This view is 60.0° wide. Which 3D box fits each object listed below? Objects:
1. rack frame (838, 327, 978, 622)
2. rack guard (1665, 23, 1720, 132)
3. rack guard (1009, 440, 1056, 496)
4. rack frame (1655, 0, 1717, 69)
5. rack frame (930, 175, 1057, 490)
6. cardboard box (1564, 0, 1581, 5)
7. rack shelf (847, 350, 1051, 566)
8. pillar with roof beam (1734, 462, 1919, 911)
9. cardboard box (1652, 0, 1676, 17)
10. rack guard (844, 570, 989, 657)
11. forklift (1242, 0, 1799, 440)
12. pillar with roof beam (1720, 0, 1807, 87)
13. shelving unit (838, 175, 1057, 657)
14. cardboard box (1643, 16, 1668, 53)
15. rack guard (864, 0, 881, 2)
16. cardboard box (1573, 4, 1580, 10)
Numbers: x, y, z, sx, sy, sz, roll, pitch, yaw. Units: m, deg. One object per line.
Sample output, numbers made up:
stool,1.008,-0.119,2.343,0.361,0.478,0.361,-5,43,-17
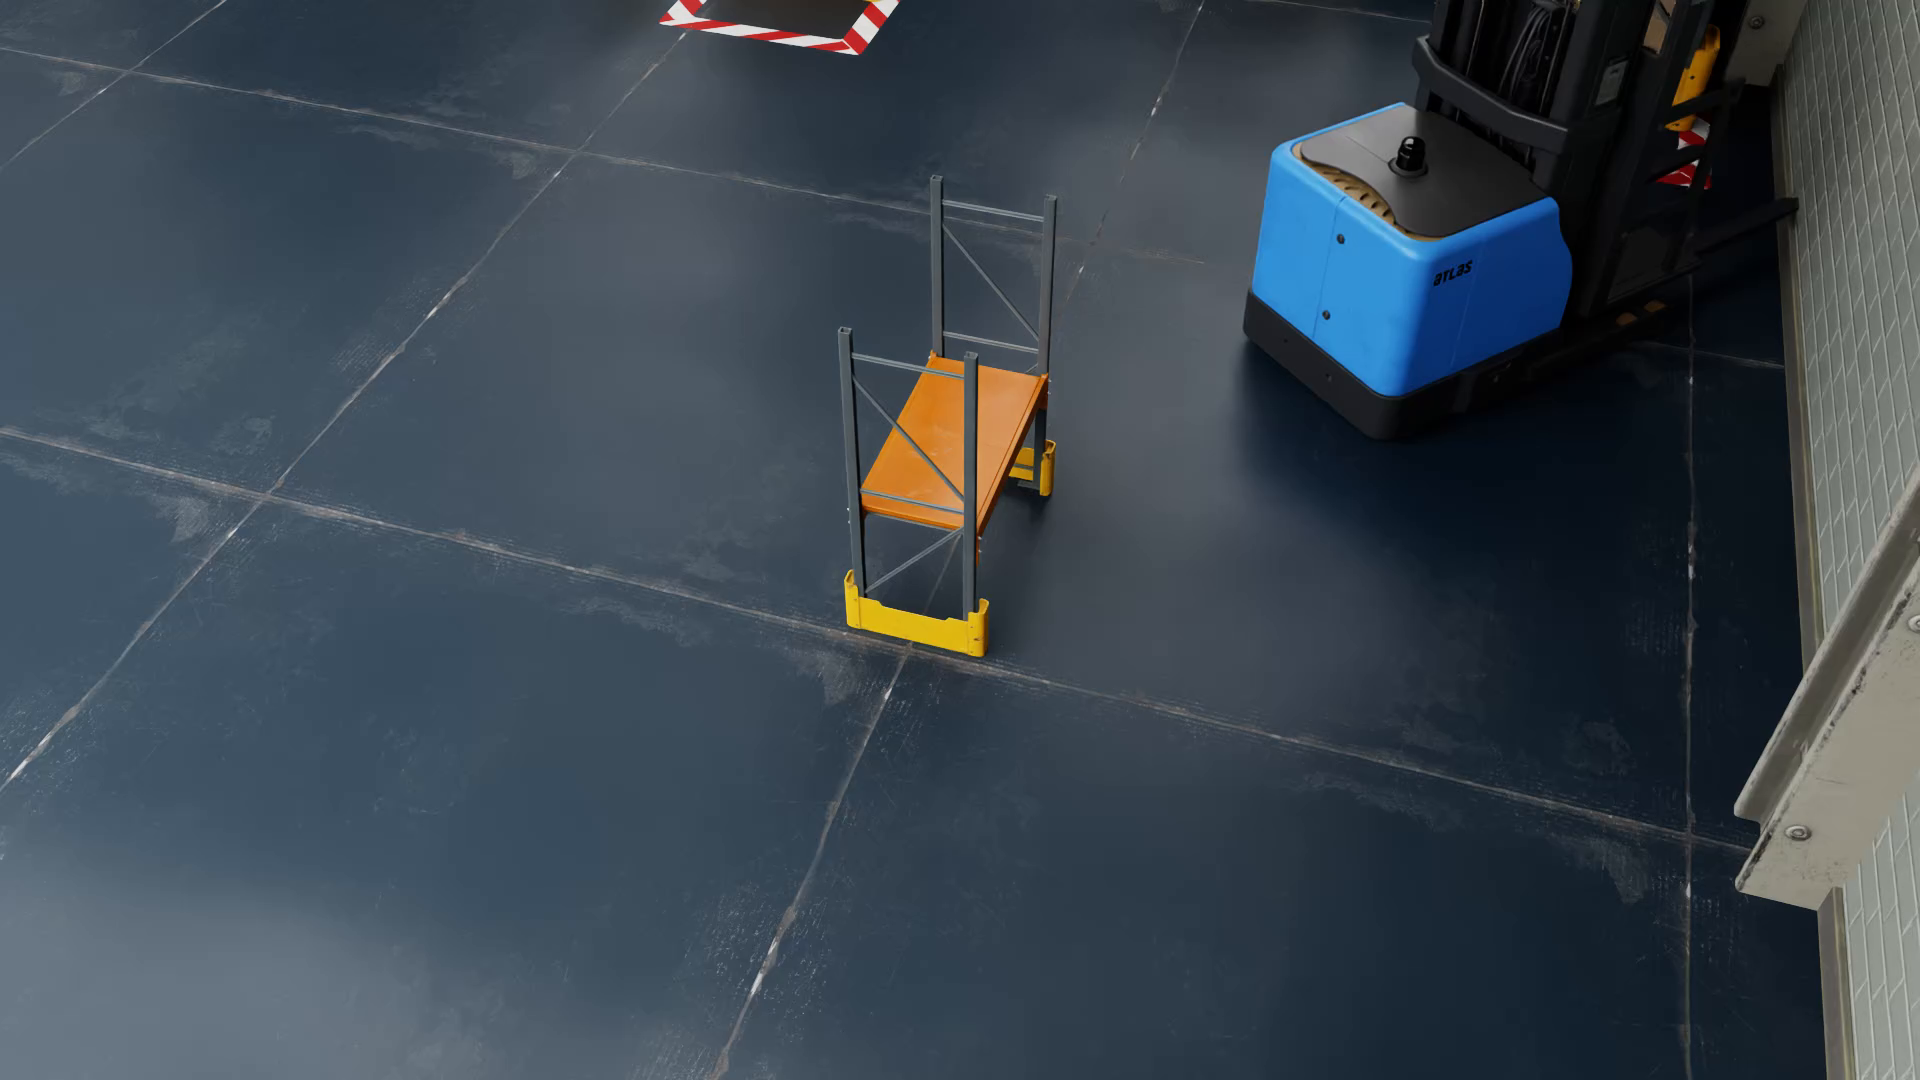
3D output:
rack frame,-0.180,-0.140,6.220,0.500,1.500,0.032,13,46,13
rack guard,3.691,-2.748,9.600,1.175,0.500,0.348,13,46,13
rack guard,0.128,-0.370,7.349,0.587,0.250,0.087,13,46,13
rack frame,3.698,-3.658,8.742,1.000,3.000,0.127,13,46,13
rack frame,0.128,-0.818,6.913,0.500,1.500,0.032,13,46,13
cardboard box,3.548,-3.394,9.781,0.500,0.250,0.500,12,46,12
rack shelf,-0.026,-0.351,6.692,0.538,0.185,1.000,13,46,13
pillar with roof beam,-1.152,-2.988,3.768,9.100,9.000,0.400,13,46,13
cardboard box,4.039,-3.273,9.658,0.500,0.250,0.500,13,46,13
rack guard,-0.174,0.293,6.670,0.587,0.250,0.087,13,46,13
forklift,2.902,-2.283,7.387,3.031,2.935,1.130,-23,49,-22
pillar with roof beam,0.665,-6.987,7.855,9.100,9.000,0.400,13,46,13
shelving unit,-0.023,-0.485,6.573,0.587,1.500,1.083,13,46,13
cardboard box,4.034,-3.111,9.849,0.500,0.250,0.500,13,46,13
rack guard,-1.010,-3.864,10.740,1.175,0.500,0.348,13,46,13
cardboard box,3.540,-3.205,9.946,0.500,0.250,0.500,13,46,13
